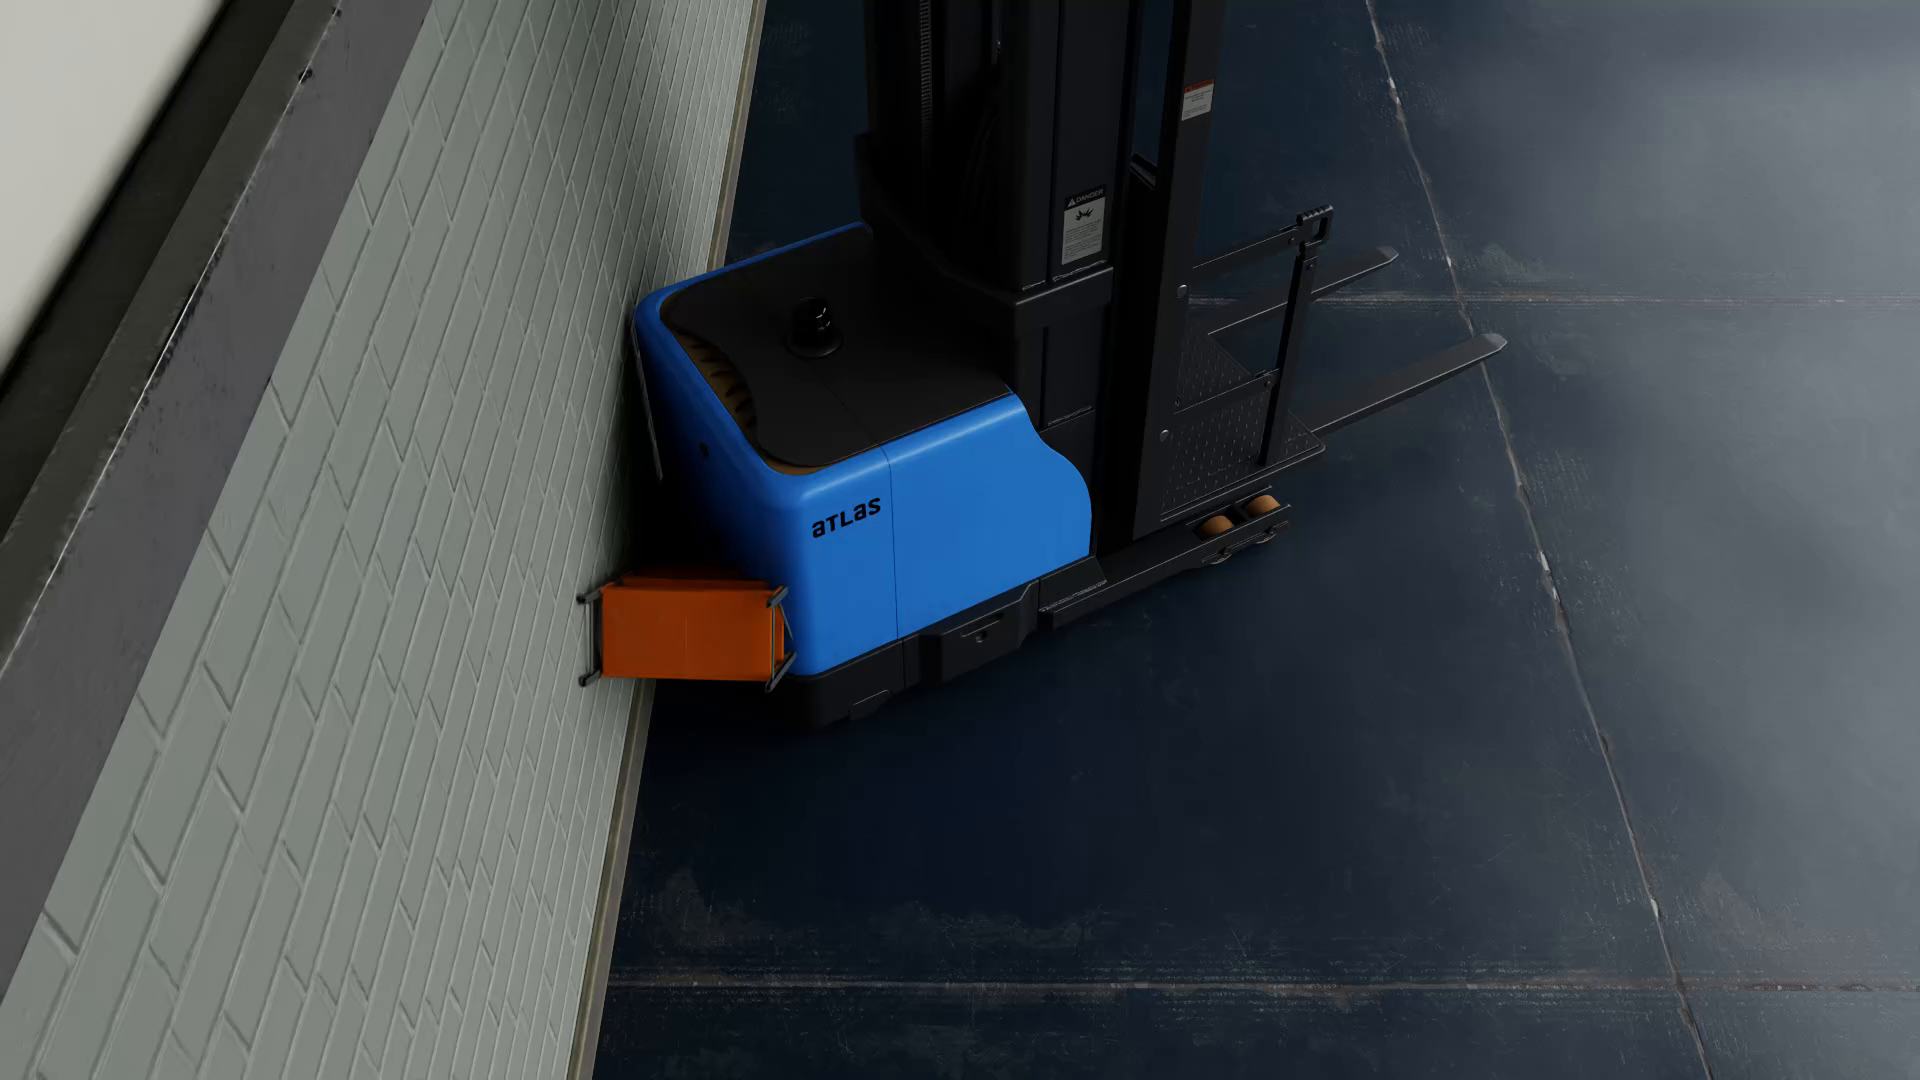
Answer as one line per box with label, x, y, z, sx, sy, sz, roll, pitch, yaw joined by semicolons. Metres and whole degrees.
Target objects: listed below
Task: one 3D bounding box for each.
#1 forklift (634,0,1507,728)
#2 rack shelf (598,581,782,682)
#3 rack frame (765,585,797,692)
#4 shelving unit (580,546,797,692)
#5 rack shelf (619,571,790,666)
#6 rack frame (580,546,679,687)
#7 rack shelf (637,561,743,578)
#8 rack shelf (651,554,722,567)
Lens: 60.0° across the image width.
forklift;0.544;-1.230;4.892;3.031;2.935;1.130;-23;51;-20
rack shelf;-0.738;0.252;4.565;0.480;0.258;0.148;1;6;2
rack frame;-0.481;0.216;4.948;0.015;0.240;1.200;1;6;2
shelving unit;-0.725;0.209;4.956;0.503;0.258;1.200;1;6;2
rack shelf;-0.730;0.226;4.800;0.480;0.258;0.148;1;6;2
rack frame;-0.968;0.203;4.963;0.015;0.240;1.200;1;6;2
rack shelf;-0.722;0.202;5.023;0.480;0.258;0.148;1;6;2
rack shelf;-0.716;0.180;5.220;0.480;0.258;0.148;1;6;2
